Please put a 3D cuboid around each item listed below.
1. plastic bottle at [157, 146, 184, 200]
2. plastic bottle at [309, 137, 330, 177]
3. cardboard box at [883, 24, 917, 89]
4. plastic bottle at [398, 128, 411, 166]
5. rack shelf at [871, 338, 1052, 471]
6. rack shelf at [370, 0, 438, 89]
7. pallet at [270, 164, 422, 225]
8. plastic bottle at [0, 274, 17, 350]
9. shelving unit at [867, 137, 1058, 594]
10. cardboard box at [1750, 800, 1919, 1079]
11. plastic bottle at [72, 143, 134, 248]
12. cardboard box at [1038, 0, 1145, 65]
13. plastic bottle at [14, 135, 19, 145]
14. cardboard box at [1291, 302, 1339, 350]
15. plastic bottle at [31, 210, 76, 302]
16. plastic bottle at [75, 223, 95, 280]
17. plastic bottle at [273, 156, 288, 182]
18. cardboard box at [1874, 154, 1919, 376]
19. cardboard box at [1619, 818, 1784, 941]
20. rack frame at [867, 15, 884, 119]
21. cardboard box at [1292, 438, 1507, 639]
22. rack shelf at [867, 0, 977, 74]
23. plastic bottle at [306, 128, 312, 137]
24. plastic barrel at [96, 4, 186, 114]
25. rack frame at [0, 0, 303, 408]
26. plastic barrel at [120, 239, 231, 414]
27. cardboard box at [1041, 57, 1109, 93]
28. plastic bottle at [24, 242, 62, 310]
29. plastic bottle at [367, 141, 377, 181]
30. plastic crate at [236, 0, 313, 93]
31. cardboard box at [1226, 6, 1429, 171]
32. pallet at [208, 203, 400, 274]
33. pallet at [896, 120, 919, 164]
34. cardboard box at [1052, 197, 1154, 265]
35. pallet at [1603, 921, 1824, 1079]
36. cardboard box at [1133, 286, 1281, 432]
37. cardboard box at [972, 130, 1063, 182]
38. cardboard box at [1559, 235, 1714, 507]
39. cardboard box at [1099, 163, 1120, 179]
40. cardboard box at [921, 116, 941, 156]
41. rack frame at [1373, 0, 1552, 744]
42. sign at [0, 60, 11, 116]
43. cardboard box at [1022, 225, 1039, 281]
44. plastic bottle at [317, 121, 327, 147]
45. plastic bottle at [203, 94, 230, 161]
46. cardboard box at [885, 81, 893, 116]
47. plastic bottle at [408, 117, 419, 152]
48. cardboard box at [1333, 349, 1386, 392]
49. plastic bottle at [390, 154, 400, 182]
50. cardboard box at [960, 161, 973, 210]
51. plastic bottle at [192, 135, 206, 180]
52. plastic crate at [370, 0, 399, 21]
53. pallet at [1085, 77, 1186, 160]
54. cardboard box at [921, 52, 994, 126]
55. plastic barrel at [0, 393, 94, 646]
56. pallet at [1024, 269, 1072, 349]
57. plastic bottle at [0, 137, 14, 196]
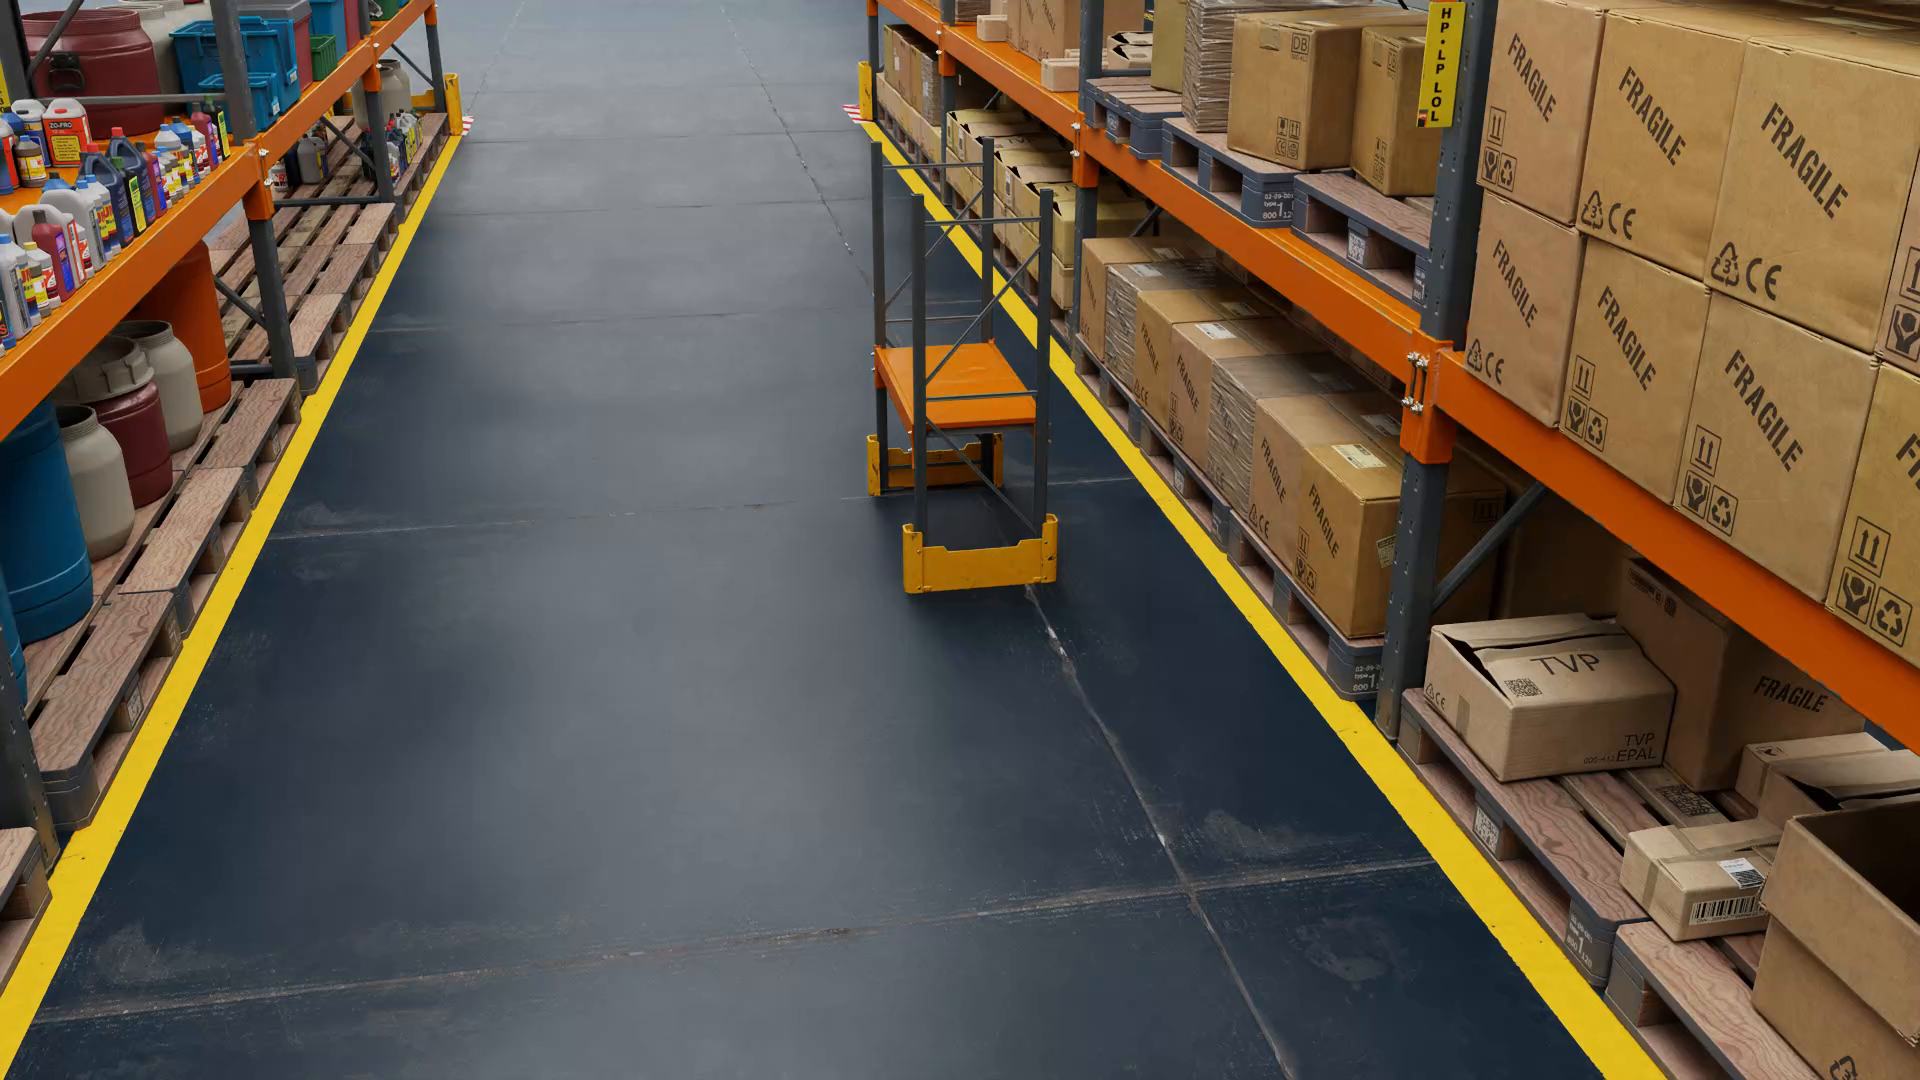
[{"bbox_3d":[-3.137,-1.451,6.573,0.097,0.201,0.097,0,24,0],"label":"plastic bottle"},{"bbox_3d":[-4.804,-2.854,12.390,0.152,0.276,0.135,-4,24,-10],"label":"plastic bottle"},{"bbox_3d":[-0.403,-4.363,14.965,0.500,0.500,0.500,-4,24,-10],"label":"cardboard box"},{"bbox_3d":[-4.273,-3.019,12.760,0.061,0.283,0.133,-3,24,-7],"label":"plastic bottle"},{"bbox_3d":[-0.016,-0.556,6.599,0.538,0.185,1.000,-4,24,-10],"label":"rack shelf"},{"bbox_3d":[-4.877,-4.029,13.126,1.077,0.370,4.000,-4,24,-10],"label":"rack shelf"},{"bbox_3d":[-4.590,-2.561,12.351,1.003,0.211,1.213,-4,24,-10],"label":"pallet"},{"bbox_3d":[-2.758,-0.677,4.713,0.097,0.271,0.097,0,24,0],"label":"plastic bottle"},{"bbox_3d":[-0.014,-0.717,6.518,0.587,1.500,1.083,-4,24,-10],"label":"shelving unit"},{"bbox_3d":[2.193,0.891,3.533,0.797,0.503,0.637,-4,24,-10],"label":"cardboard box"},{"bbox_3d":[-3.015,-1.208,5.830,0.144,0.351,0.185,-4,24,-10],"label":"plastic bottle"},{"bbox_3d":[0.775,-3.068,9.903,0.500,0.500,0.500,-6,24,-13],"label":"cardboard box"},{"bbox_3d":[-3.993,-1.628,6.977,0.097,0.201,0.097,0,24,0],"label":"plastic bottle"},{"bbox_3d":[1.713,-0.989,6.903,0.500,0.250,0.500,-5,24,-11],"label":"cardboard box"},{"bbox_3d":[-2.841,-0.897,5.202,0.061,0.283,0.133,-4,24,-10],"label":"plastic bottle"},{"bbox_3d":[-2.905,-0.956,5.440,0.097,0.201,0.097,0,24,0],"label":"plastic bottle"},{"bbox_3d":[-4.920,-2.694,12.014,0.061,0.283,0.133,-3,24,-7],"label":"plastic bottle"},{"bbox_3d":[1.938,-0.480,2.727,0.500,0.500,0.500,-4,24,-8],"label":"cardboard box"},{"bbox_3d":[1.876,0.827,4.099,0.380,0.166,0.250,-4,24,-10],"label":"cardboard box"},{"bbox_3d":[-0.378,-5.511,15.619,1.000,3.000,0.127,-4,24,-10],"label":"rack frame"},{"bbox_3d":[1.468,-0.019,5.620,0.500,0.500,0.500,-4,24,-10],"label":"cardboard box"},{"bbox_3d":[-0.008,-4.394,13.962,1.077,0.370,4.000,-4,24,-10],"label":"rack shelf"},{"bbox_3d":[-5.031,-3.024,12.780,0.152,0.276,0.135,-4,24,-9],"label":"plastic bottle"},{"bbox_3d":[-4.168,-2.439,8.446,0.421,0.512,0.421,0,24,0],"label":"plastic barrel"},{"bbox_3d":[-3.767,-1.999,7.579,1.000,3.000,0.127,-4,24,-10],"label":"rack frame"},{"bbox_3d":[-3.660,-1.005,7.491,0.600,0.830,0.708,-4,24,-10],"label":"plastic barrel"},{"bbox_3d":[0.663,-2.582,9.228,0.380,0.149,0.250,-4,24,-10],"label":"cardboard box"},{"bbox_3d":[-2.837,-0.813,5.111,0.097,0.201,0.097,0,24,0],"label":"plastic bottle"},{"bbox_3d":[-4.326,-2.804,12.266,0.061,0.283,0.133,-4,24,-10],"label":"plastic bottle"},{"bbox_3d":[-3.766,-2.686,9.073,0.402,0.464,0.583,-4,24,-10],"label":"plastic crate"},{"bbox_3d":[1.454,-1.719,6.289,0.700,0.500,0.500,-11,26,-23],"label":"cardboard box"},{"bbox_3d":[-4.324,-1.988,11.038,1.003,0.211,1.213,-4,24,-10],"label":"pallet"},{"bbox_3d":[0.027,-3.456,14.399,1.003,0.211,1.213,-4,24,-10],"label":"pallet"},{"bbox_3d":[0.762,-1.741,9.199,0.500,0.311,0.500,-4,24,-8],"label":"cardboard box"},{"bbox_3d":[2.196,1.239,3.651,1.003,0.211,1.213,-4,24,-10],"label":"pallet"},{"bbox_3d":[1.095,-0.817,7.445,0.500,0.500,0.500,-5,24,-10],"label":"cardboard box"},{"bbox_3d":[0.377,-2.545,11.039,0.500,0.311,0.500,-5,24,-11],"label":"cardboard box"},{"bbox_3d":[1.765,-0.414,3.826,0.500,0.500,0.500,-4,24,-9],"label":"cardboard box"},{"bbox_3d":[1.096,-2.188,10.221,0.500,0.311,0.500,-5,24,-11],"label":"cardboard box"},{"bbox_3d":[-0.022,-3.233,13.316,0.500,0.250,0.500,-4,24,-10],"label":"cardboard box"},{"bbox_3d":[1.841,-0.790,4.812,1.000,3.000,0.127,-4,24,-10],"label":"rack frame"},{"bbox_3d":[-4.307,-2.030,7.446,0.100,0.325,0.005,-4,24,-10],"label":"sign"},{"bbox_3d":[0.665,-1.688,9.777,0.500,0.250,0.500,-5,24,-10],"label":"cardboard box"},{"bbox_3d":[-5.199,-3.288,13.476,0.097,0.201,0.097,0,24,0],"label":"plastic bottle"},{"bbox_3d":[-3.273,-1.818,7.310,0.061,0.283,0.133,-4,24,-10],"label":"plastic bottle"},{"bbox_3d":[-0.401,-4.019,15.115,0.500,0.250,0.500,-4,24,-10],"label":"cardboard box"},{"bbox_3d":[-4.431,-3.253,13.304,0.152,0.276,0.135,-5,24,-11],"label":"plastic bottle"},{"bbox_3d":[1.796,-0.461,6.631,0.500,0.500,0.500,-4,24,-9],"label":"cardboard box"},{"bbox_3d":[-4.173,-2.729,12.197,0.097,0.201,0.097,0,24,0],"label":"plastic bottle"},{"bbox_3d":[0.286,-2.491,11.617,0.500,0.250,0.500,-4,24,-8],"label":"cardboard box"},{"bbox_3d":[-3.209,-1.604,6.924,0.097,0.201,0.097,0,24,0],"label":"plastic bottle"},{"bbox_3d":[-4.481,-4.030,12.494,0.450,0.188,0.662,-4,24,-10],"label":"plastic crate"},{"bbox_3d":[1.296,-2.014,7.854,1.213,0.211,1.003,-4,24,-10],"label":"pallet"},{"bbox_3d":[-0.020,-3.577,13.166,0.500,0.500,0.500,-4,24,-10],"label":"cardboard box"},{"bbox_3d":[-3.243,-0.150,5.443,0.600,0.901,0.708,-4,24,-10],"label":"plastic barrel"},{"bbox_3d":[0.987,-1.413,9.721,1.003,0.211,1.213,-4,24,-10],"label":"pallet"},{"bbox_3d":[-3.865,-1.520,6.644,0.097,0.271,0.097,0,24,0],"label":"plastic bottle"}]
